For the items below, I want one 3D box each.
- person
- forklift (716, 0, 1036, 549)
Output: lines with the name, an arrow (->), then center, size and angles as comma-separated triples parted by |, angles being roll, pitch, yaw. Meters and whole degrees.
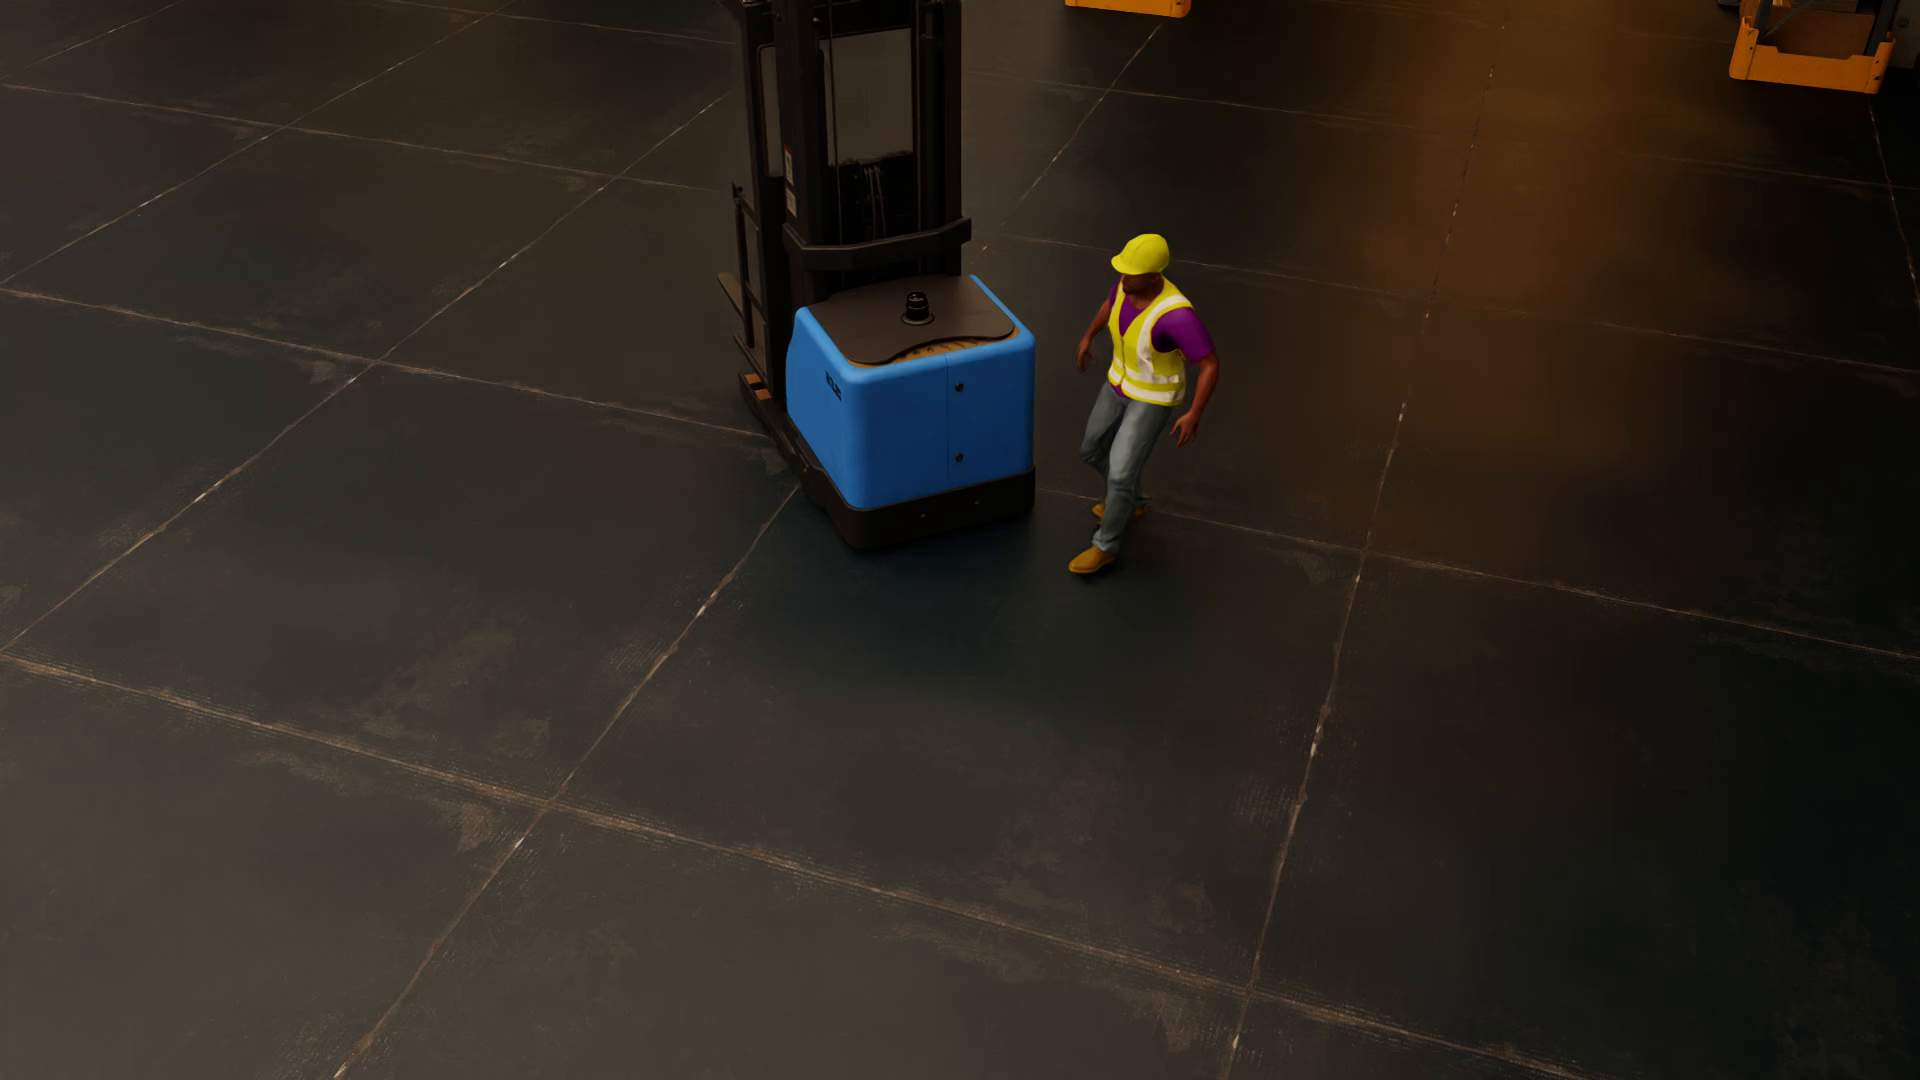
person -> 0.754, -0.704, 8.155 | 0.717, 1.679, 0.943 | -17, 39, -23
forklift -> -0.651, -1.994, 8.923 | 1.130, 2.935, 3.031 | -14, 38, -19
